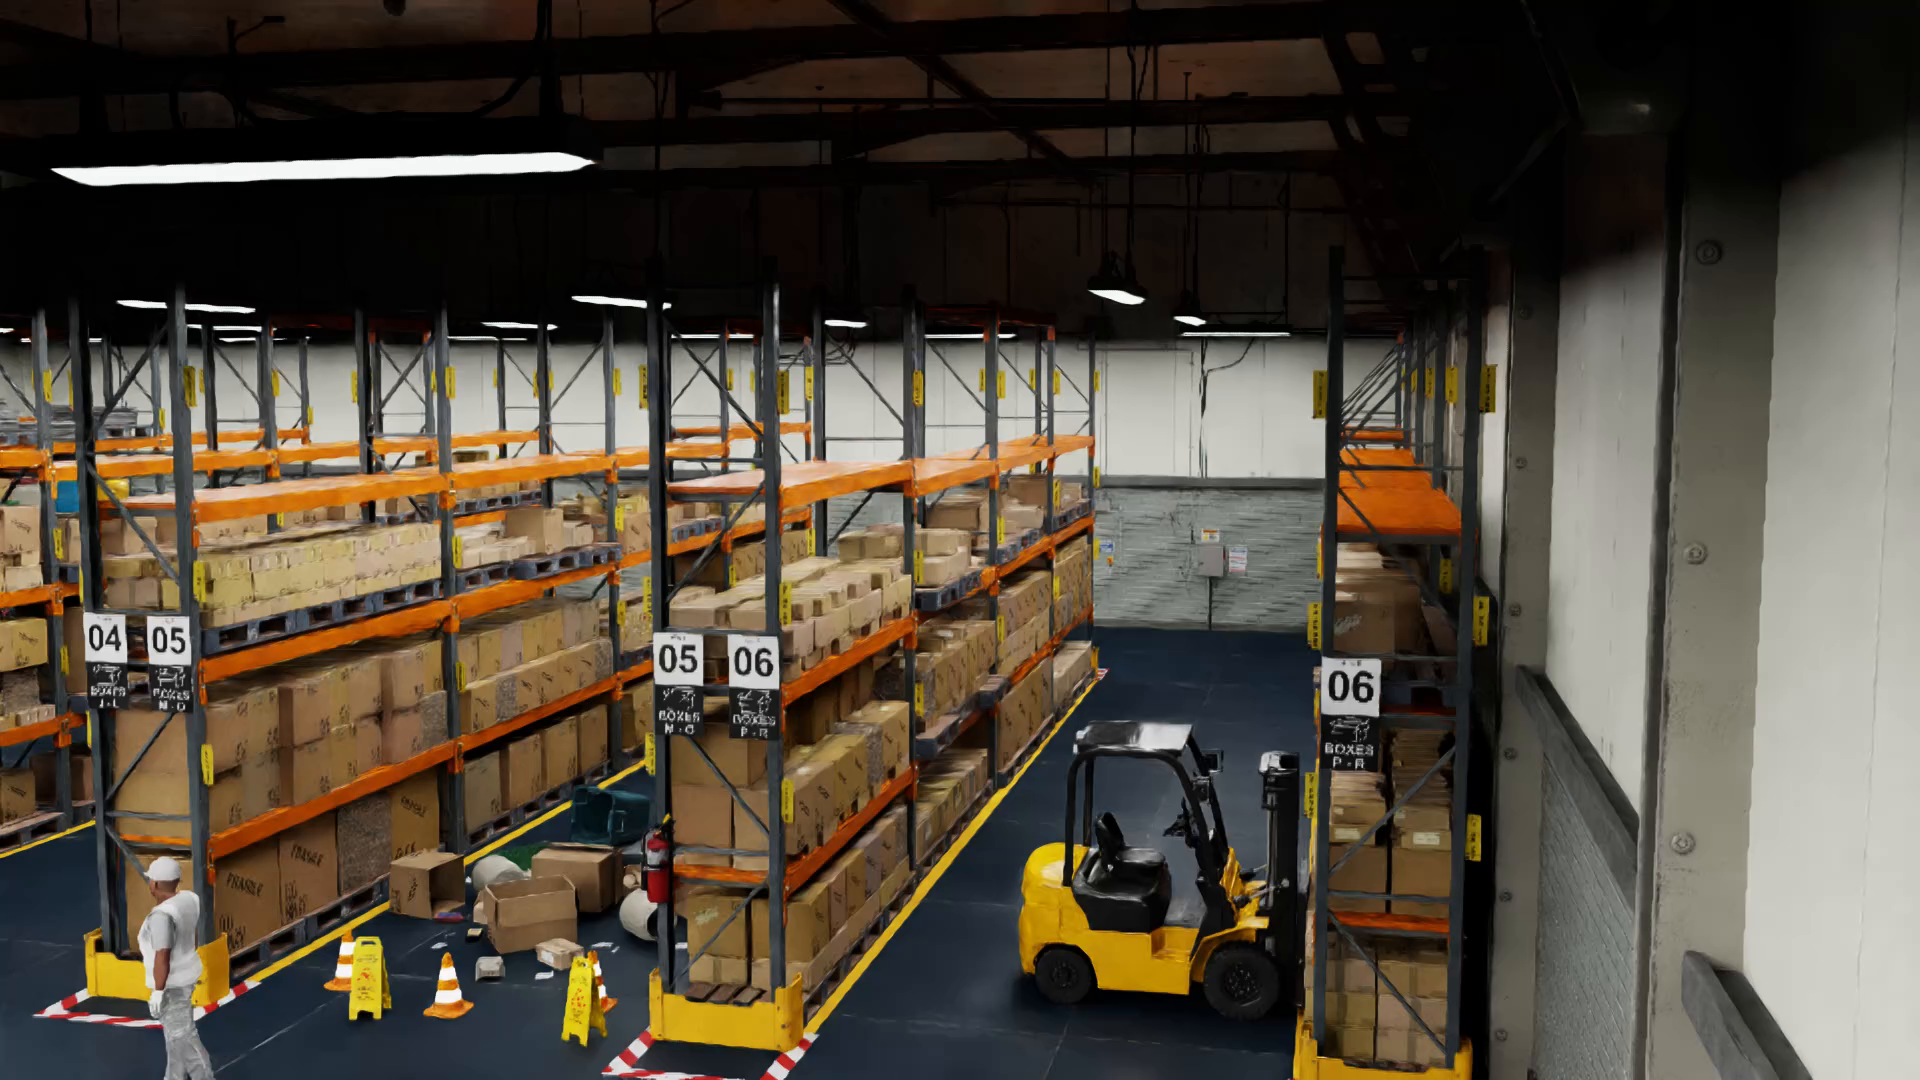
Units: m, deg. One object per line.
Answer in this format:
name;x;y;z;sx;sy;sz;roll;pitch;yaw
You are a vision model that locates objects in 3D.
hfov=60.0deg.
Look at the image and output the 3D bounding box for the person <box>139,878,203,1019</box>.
person;-5.533;2.813;11.679;0.363;0.934;0.624;-1;6;-7
